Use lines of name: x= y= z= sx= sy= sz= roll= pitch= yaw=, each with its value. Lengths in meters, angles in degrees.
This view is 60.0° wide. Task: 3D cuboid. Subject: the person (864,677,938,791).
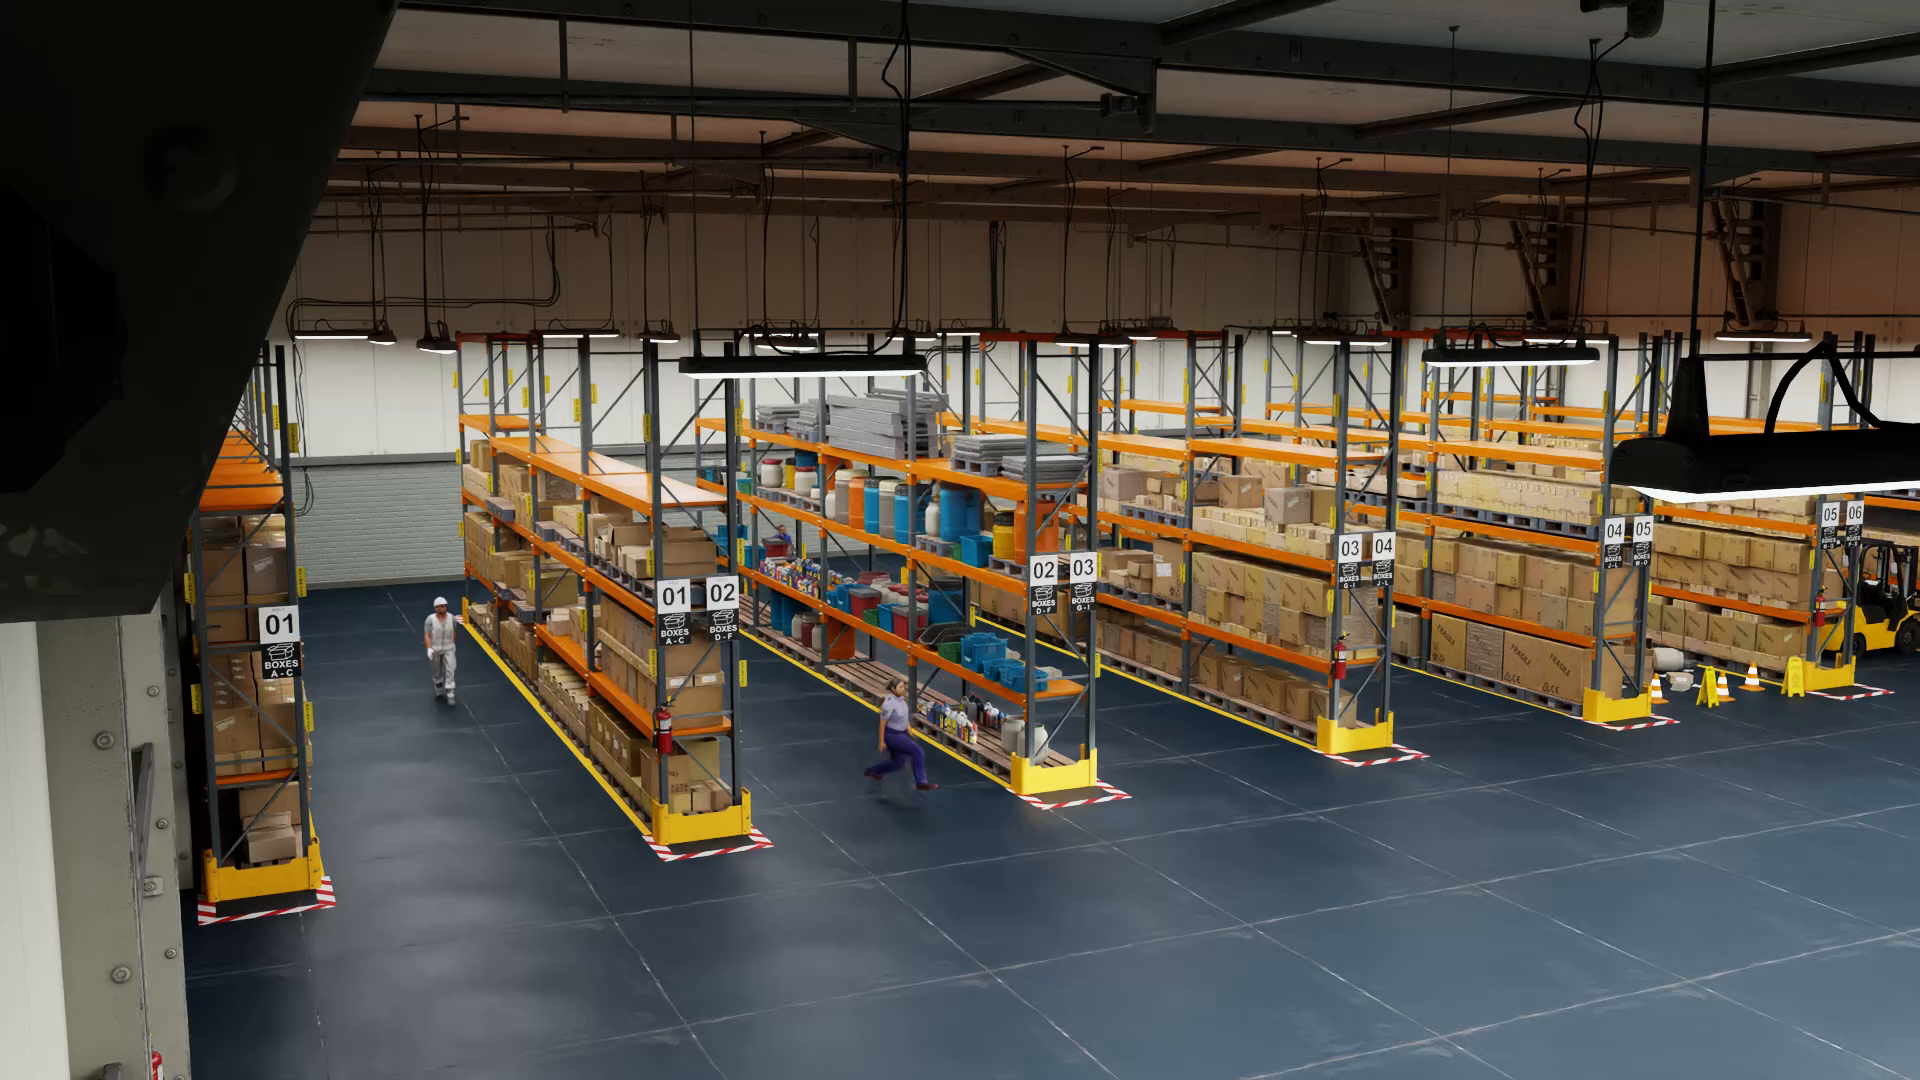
person: x=-0.762 y=2.499 z=21.607 sx=1.077 sy=1.409 sz=0.547 roll=2 pitch=8 yaw=13

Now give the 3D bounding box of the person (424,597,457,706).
person: x=-8.472 y=1.795 z=27.174 sx=0.527 sy=1.725 sz=1.068 roll=-3 pitch=8 yaw=-22

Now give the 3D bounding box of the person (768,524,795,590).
person: x=-4.093 y=0.505 z=37.760 sx=0.735 sy=1.623 sz=0.594 roll=4 pitch=9 yaw=26
